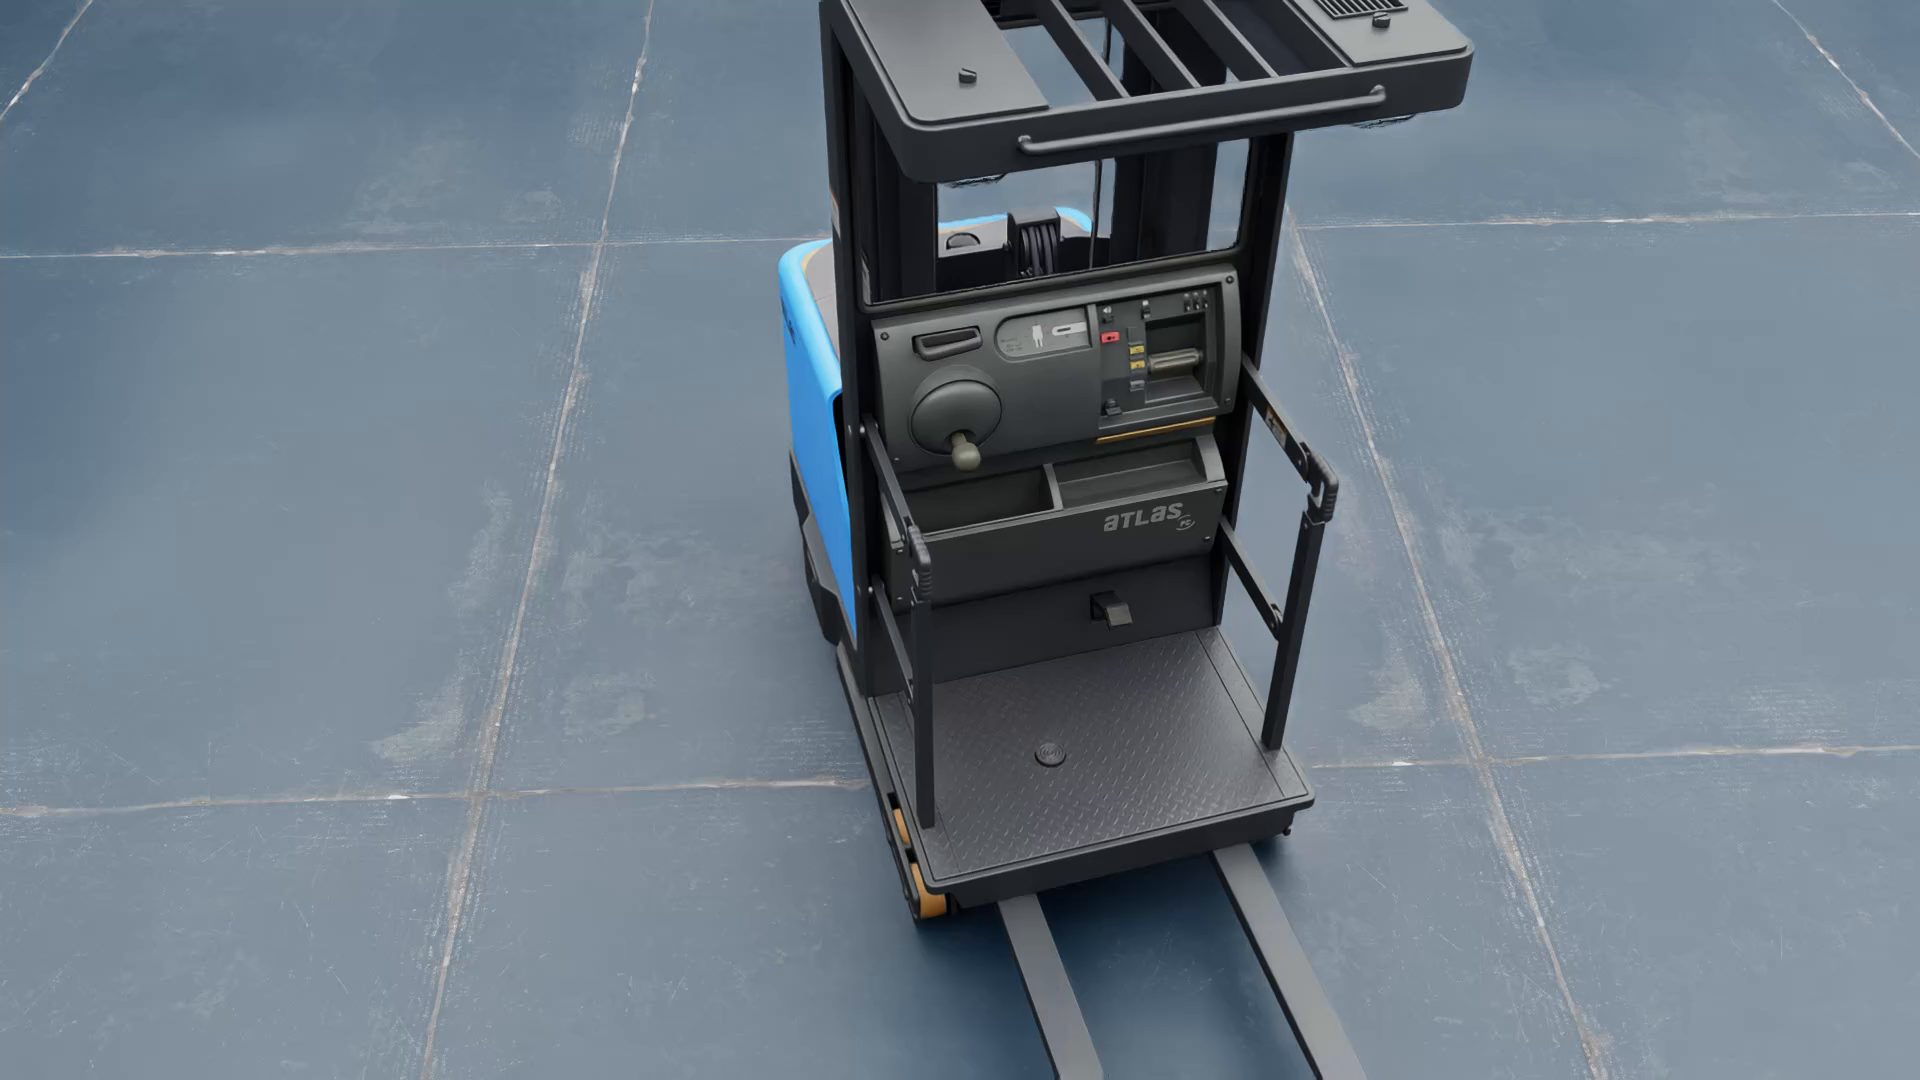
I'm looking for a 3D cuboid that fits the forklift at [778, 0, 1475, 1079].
[{"bbox_3d":[0.312,-0.334,3.946,1.130,2.935,3.031,-11,44,-12],"label":"forklift"}]
